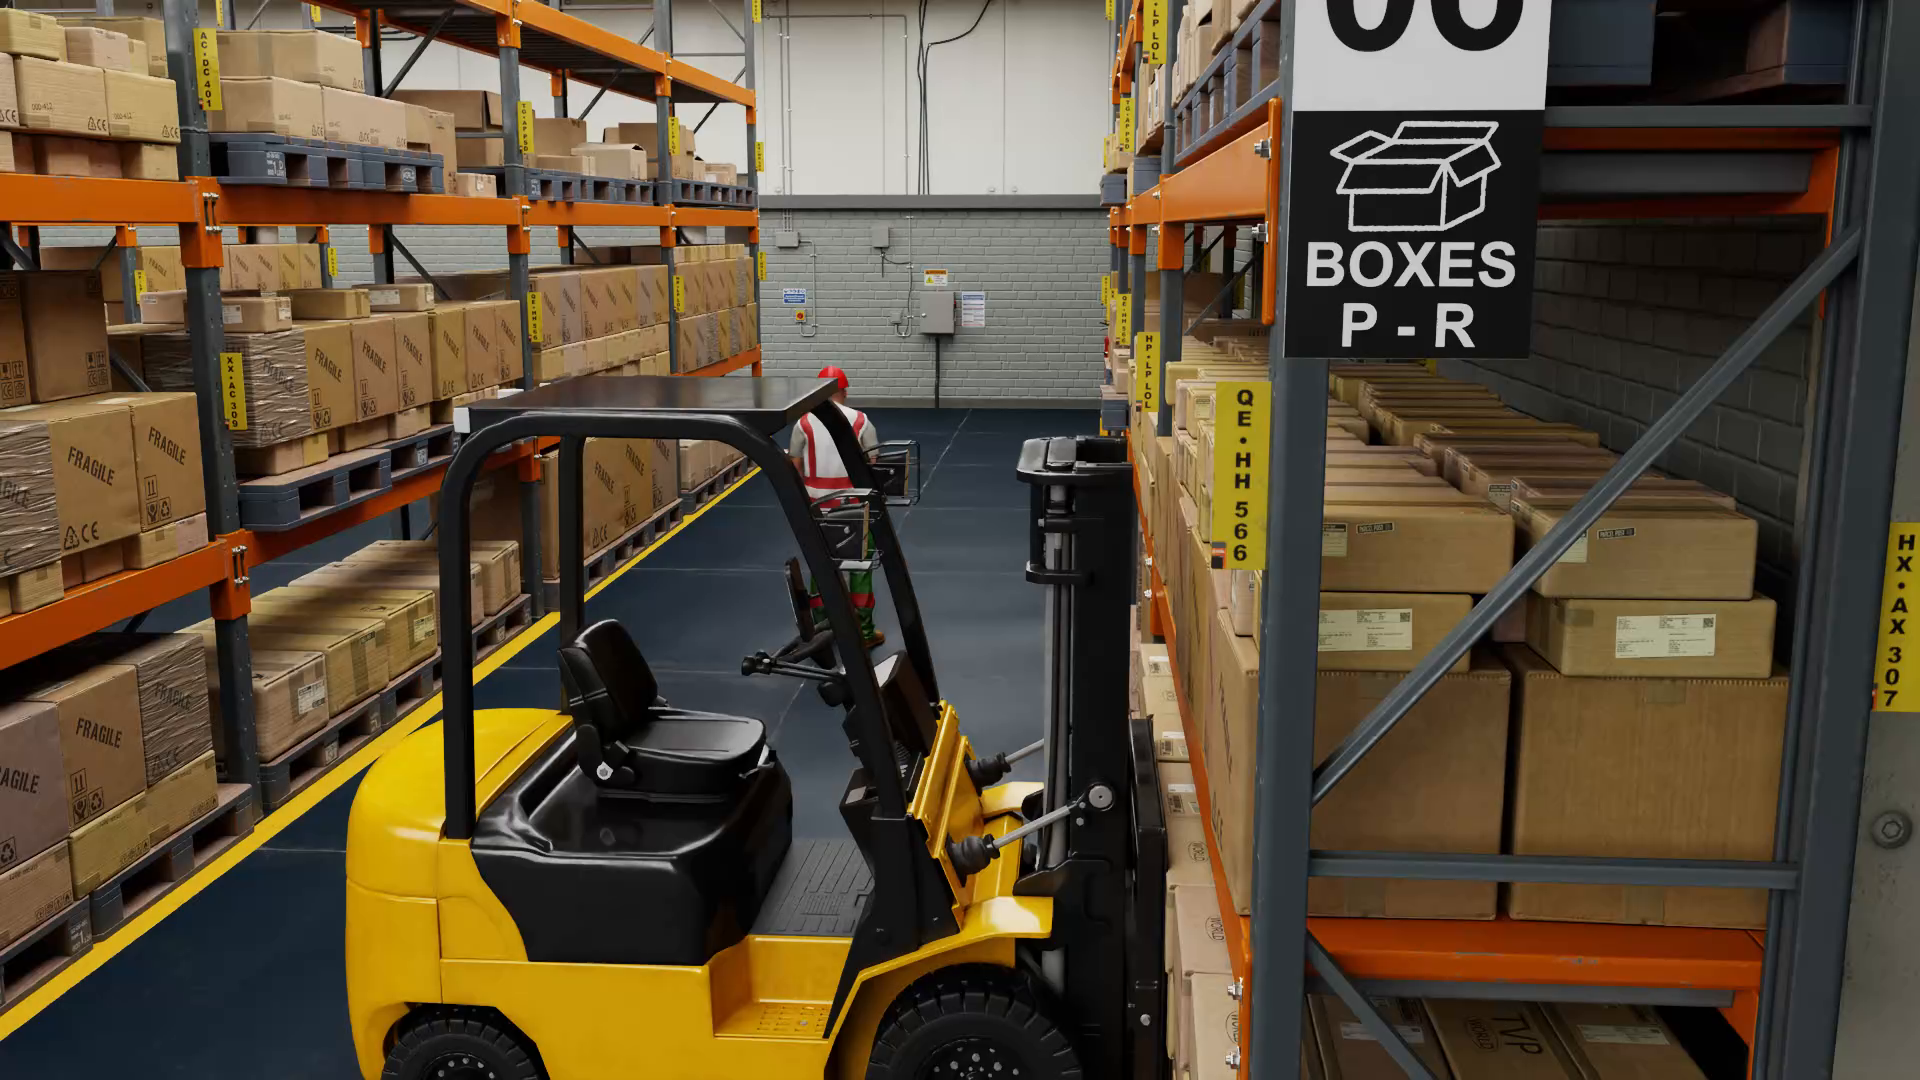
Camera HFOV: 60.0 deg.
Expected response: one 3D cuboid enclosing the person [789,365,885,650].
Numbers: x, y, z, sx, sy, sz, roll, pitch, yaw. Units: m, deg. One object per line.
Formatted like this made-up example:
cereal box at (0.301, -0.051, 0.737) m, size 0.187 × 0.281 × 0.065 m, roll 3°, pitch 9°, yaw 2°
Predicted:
person at (-0.776, -0.202, 10.459) m, size 0.620 × 1.780 × 0.446 m, roll 0°, pitch 11°, yaw 1°
